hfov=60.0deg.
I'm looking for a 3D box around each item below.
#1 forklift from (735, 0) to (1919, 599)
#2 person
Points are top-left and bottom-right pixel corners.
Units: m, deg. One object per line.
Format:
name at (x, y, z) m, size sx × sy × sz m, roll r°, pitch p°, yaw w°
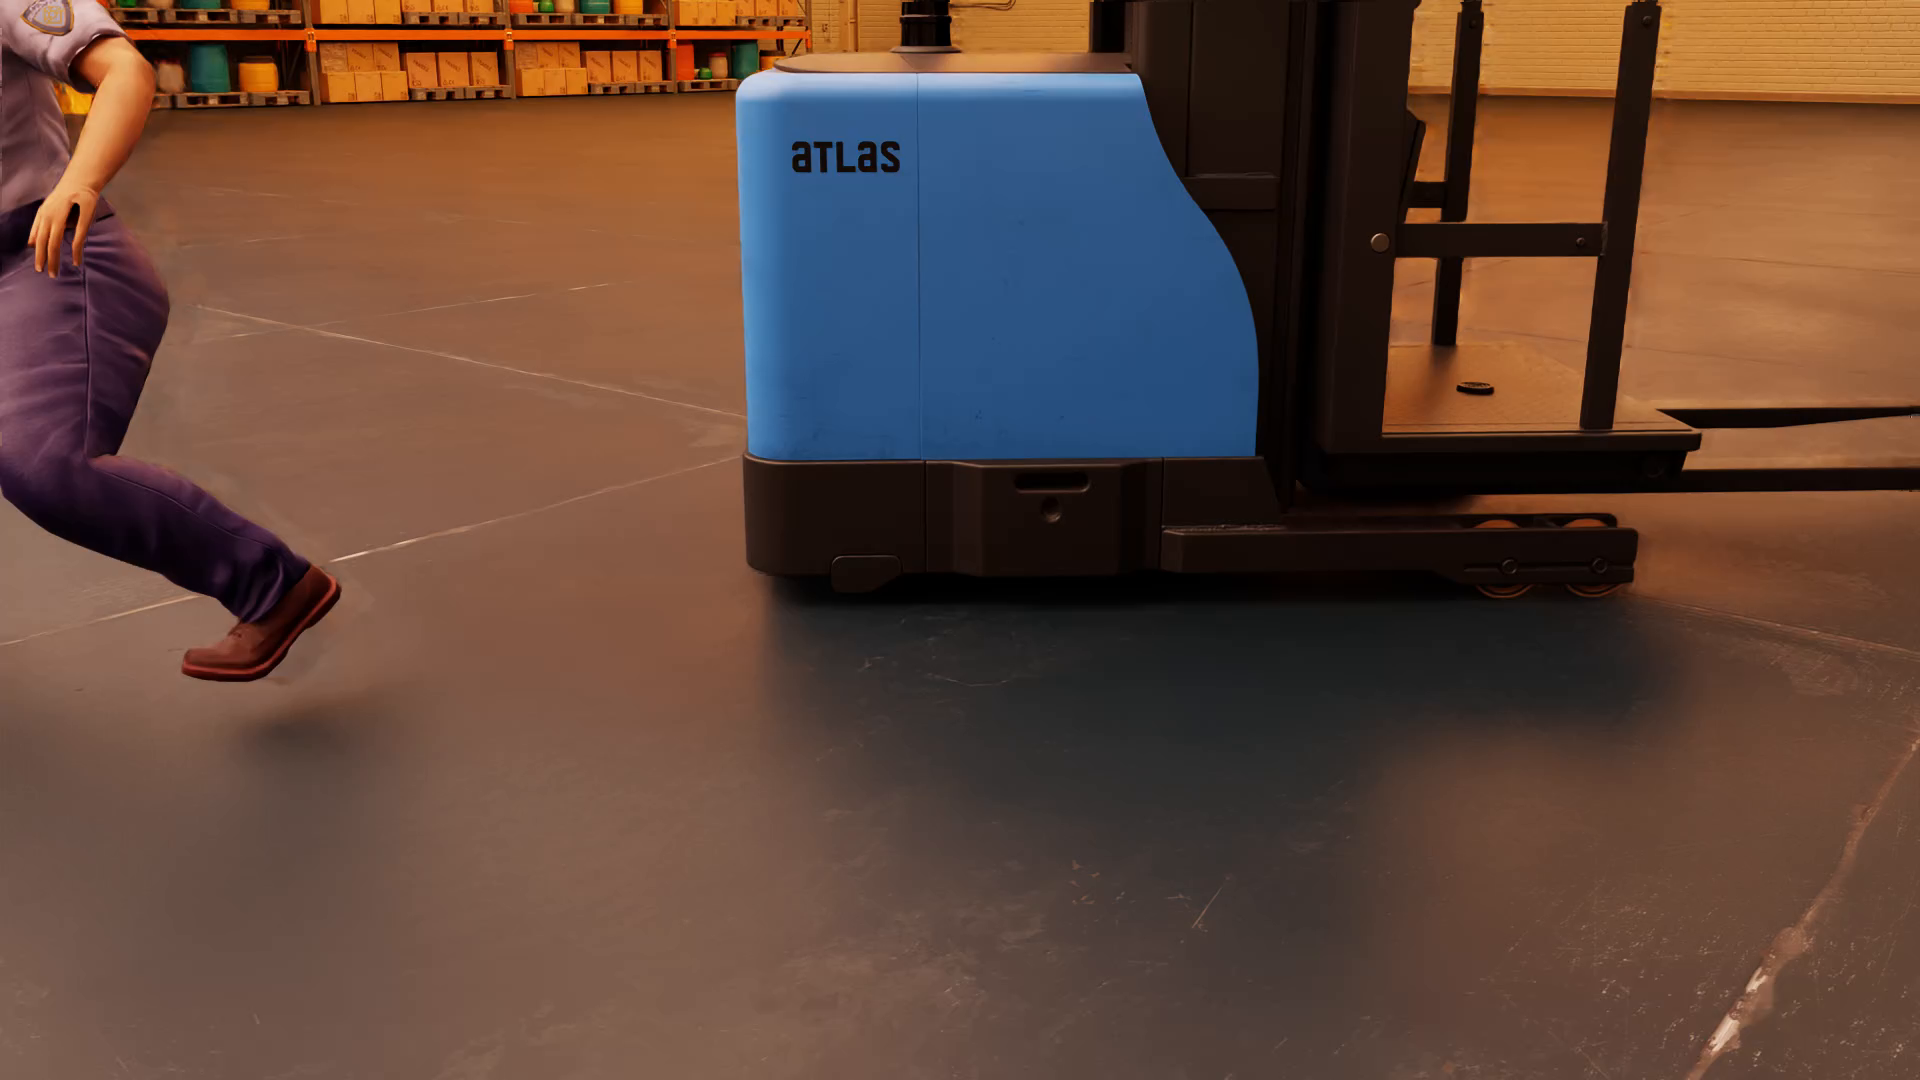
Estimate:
forklift at (1.040, -1.431, 3.609) m, size 3.031 × 2.935 × 1.130 m, roll -1°, pitch 17°, yaw -2°
person at (-1.704, -0.422, 2.905) m, size 1.129 × 1.563 × 0.508 m, roll 10°, pitch 20°, yaw 30°
